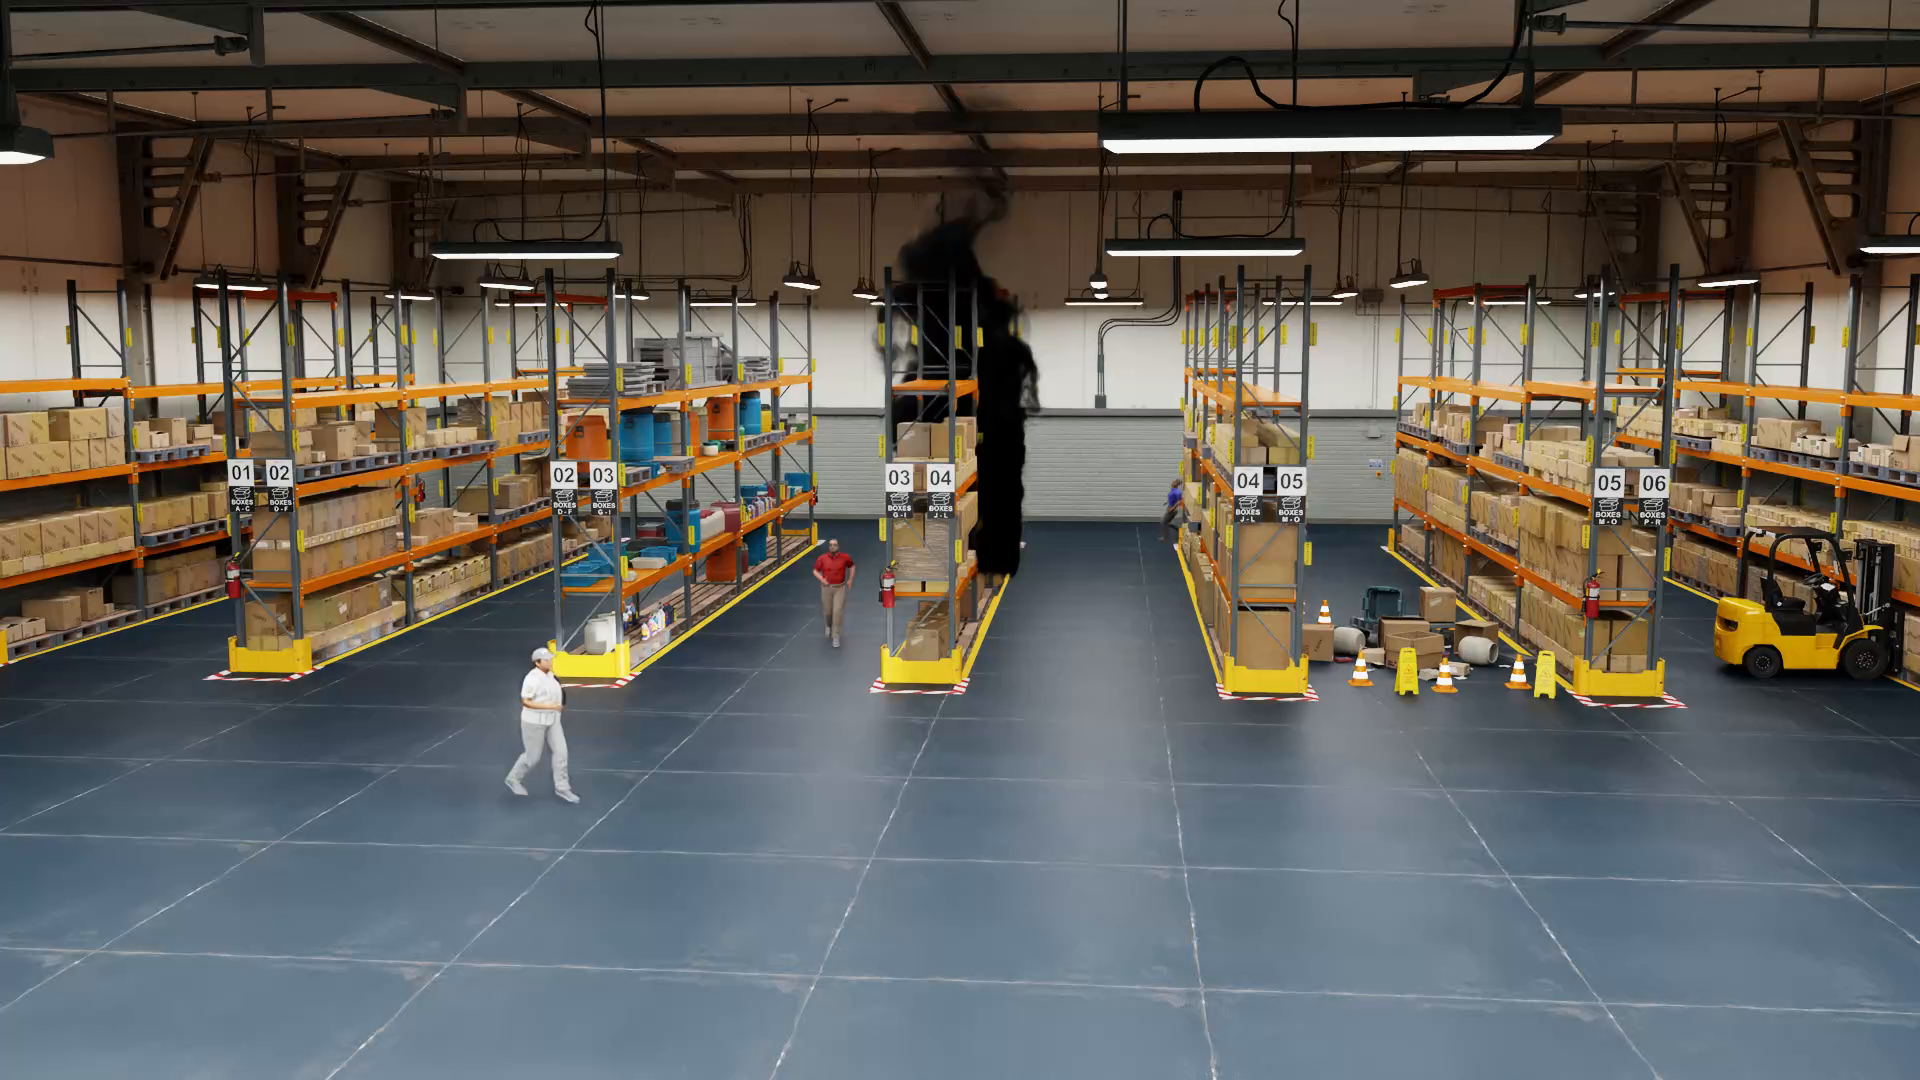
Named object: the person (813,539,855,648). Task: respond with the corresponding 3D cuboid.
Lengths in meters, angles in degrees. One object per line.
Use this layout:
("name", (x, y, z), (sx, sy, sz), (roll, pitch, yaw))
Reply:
("person", (-2.071, 0.836, 27.311), (0.670, 1.741, 0.839), (0, 7, -2))

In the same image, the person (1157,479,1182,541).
("person", (5.173, -0.731, 40.751), (0.662, 1.572, 0.640), (1, 7, 7))

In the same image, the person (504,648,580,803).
("person", (-4.556, 2.004, 18.002), (0.851, 1.697, 0.598), (3, 7, 22))
